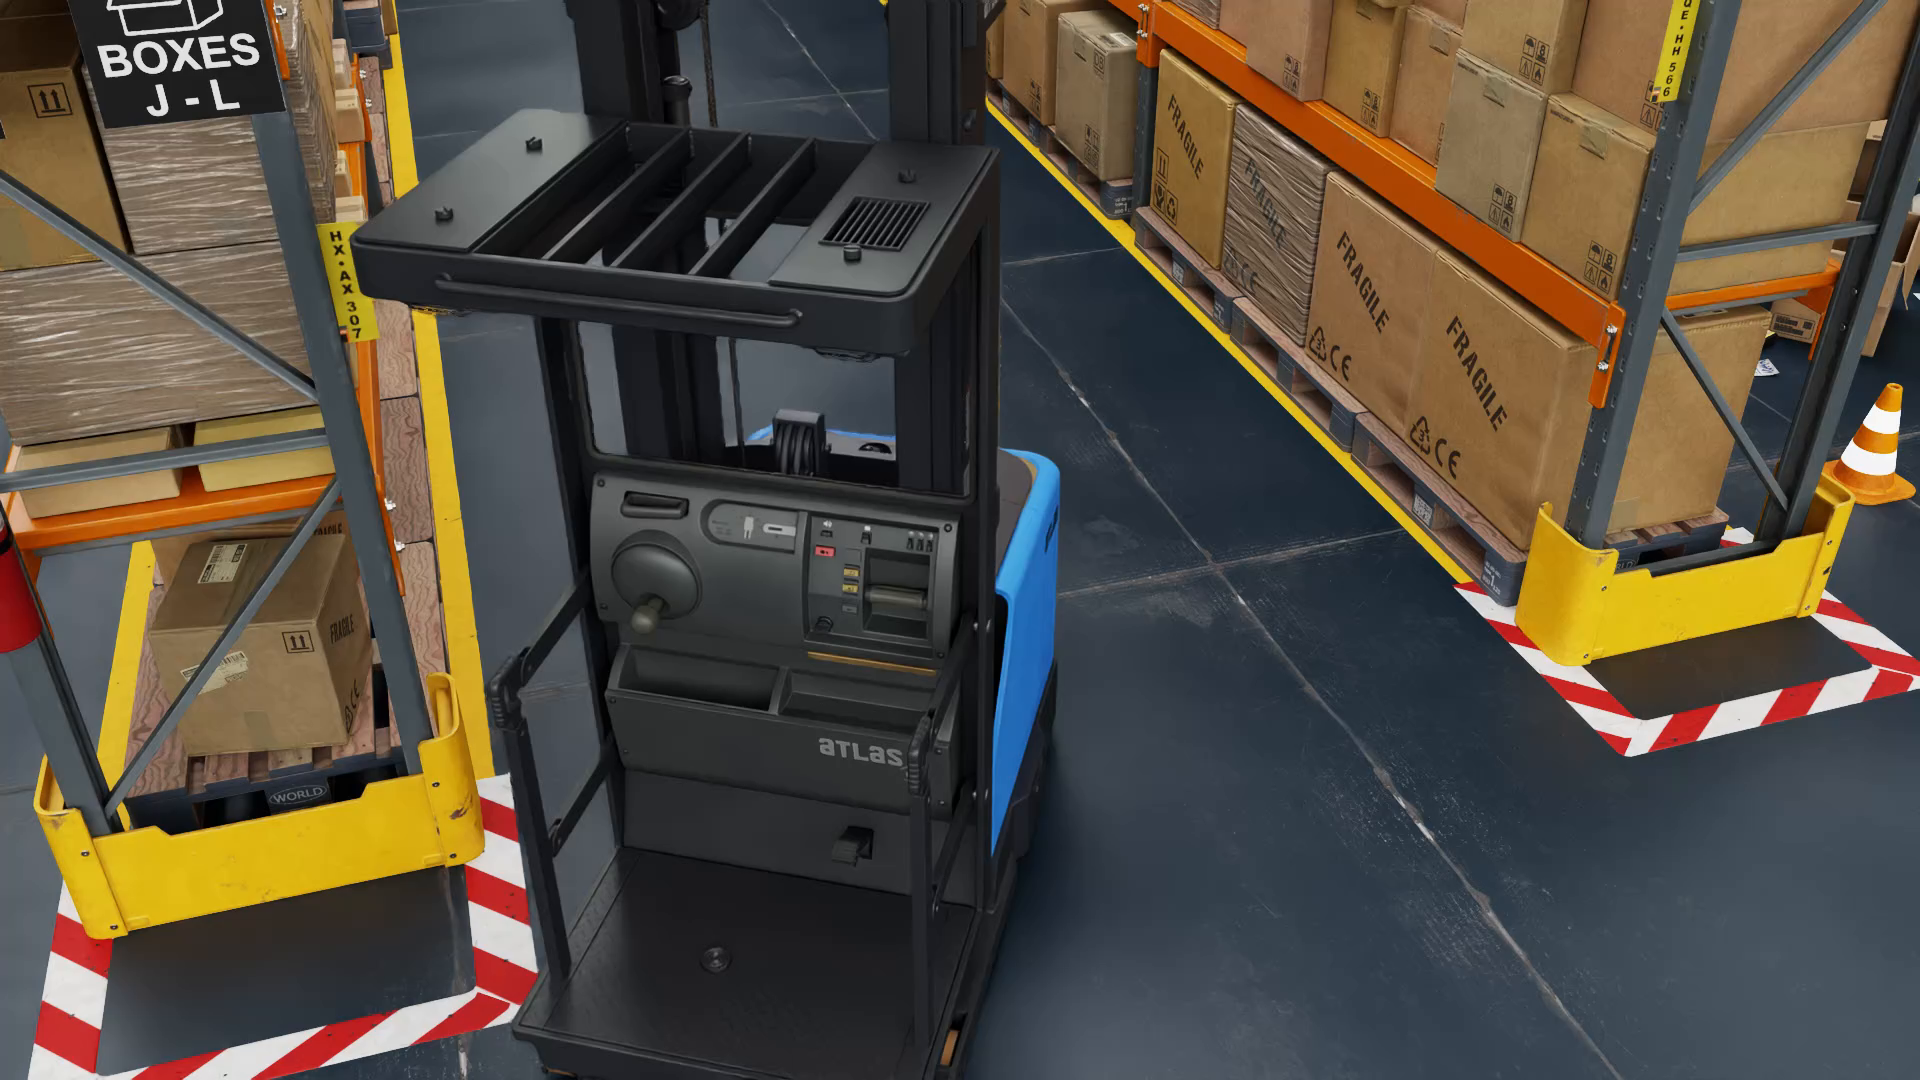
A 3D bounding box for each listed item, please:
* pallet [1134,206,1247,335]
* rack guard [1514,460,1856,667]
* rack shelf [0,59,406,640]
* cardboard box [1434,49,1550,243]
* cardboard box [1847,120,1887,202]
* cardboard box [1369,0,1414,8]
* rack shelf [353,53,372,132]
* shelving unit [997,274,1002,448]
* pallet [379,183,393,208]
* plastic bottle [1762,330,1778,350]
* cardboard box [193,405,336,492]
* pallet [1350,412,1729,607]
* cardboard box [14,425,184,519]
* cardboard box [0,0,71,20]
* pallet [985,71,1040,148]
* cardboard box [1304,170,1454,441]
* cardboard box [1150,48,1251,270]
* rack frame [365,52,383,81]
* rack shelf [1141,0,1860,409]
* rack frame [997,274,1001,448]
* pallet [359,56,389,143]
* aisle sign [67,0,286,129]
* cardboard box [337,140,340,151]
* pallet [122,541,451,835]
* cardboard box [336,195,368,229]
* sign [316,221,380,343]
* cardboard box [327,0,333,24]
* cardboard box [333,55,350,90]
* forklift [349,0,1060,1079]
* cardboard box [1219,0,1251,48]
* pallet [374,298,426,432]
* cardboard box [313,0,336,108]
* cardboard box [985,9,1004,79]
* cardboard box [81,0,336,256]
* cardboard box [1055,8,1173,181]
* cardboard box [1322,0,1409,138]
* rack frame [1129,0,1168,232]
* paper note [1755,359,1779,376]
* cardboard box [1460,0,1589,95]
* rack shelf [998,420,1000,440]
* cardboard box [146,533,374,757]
[{"bbox_3d":[1.615,-1.507,8.839,1.003,0.211,1.213,-10,35,-15],"label":"pallet"},{"bbox_3d":[2.685,0.073,6.186,1.175,0.500,0.348,-10,35,-15],"label":"rack guard"},{"bbox_3d":[-2.687,-0.951,6.121,1.077,0.370,4.000,-10,35,-15],"label":"rack shelf"},{"bbox_3d":[2.333,-1.517,6.189,0.875,0.550,0.550,-10,35,-15],"label":"cardboard box"},{"bbox_3d":[5.172,-2.135,9.525,0.500,0.500,0.500,13,36,18],"label":"cardboard box"},{"bbox_3d":[2.019,-2.543,6.762,0.875,0.550,0.500,-10,35,-15],"label":"cardboard box"},{"bbox_3d":[-3.907,-3.051,9.299,1.077,0.370,4.000,-10,35,-15],"label":"rack shelf"},{"bbox_3d":[0.004,-0.493,6.408,0.258,1.200,0.189,-10,35,-15],"label":"shelving unit"},{"bbox_3d":[-3.536,-1.547,8.899,1.003,0.211,1.213,-10,35,-15],"label":"pallet"},{"bbox_3d":[3.891,-1.032,8.257,0.133,0.061,0.283,-23,40,-31],"label":"plastic bottle"},{"bbox_3d":[-1.937,-0.286,4.690,0.380,0.149,0.250,-10,35,-15],"label":"cardboard box"},{"bbox_3d":[2.359,-0.226,6.900,1.003,0.211,1.213,-10,35,-15],"label":"pallet"},{"bbox_3d":[-2.360,-0.211,4.577,0.380,0.149,0.250,-10,35,-15],"label":"cardboard box"},{"bbox_3d":[-2.638,-1.293,4.718,0.500,0.500,0.500,-10,35,-15],"label":"cardboard box"},{"bbox_3d":[0.775,-2.953,11.028,1.003,0.211,1.213,-10,35,-15],"label":"pallet"},{"bbox_3d":[2.138,-1.078,7.206,0.875,0.875,0.875,-11,35,-15],"label":"cardboard box"},{"bbox_3d":[1.583,-2.029,8.646,0.875,0.875,0.875,-9,35,-14],"label":"cardboard box"},{"bbox_3d":[-4.517,-4.401,10.690,1.000,3.000,0.127,-10,35,-15],"label":"rack frame"},{"bbox_3d":[2.068,-1.732,7.303,1.077,0.370,4.000,-10,35,-15],"label":"rack shelf"},{"bbox_3d":[0.032,-0.445,6.335,0.240,1.200,0.006,-10,35,-15],"label":"rack frame"},{"bbox_3d":[-4.280,-2.828,10.838,1.003,0.211,1.213,-10,35,-15],"label":"pallet"},{"bbox_3d":[-1.772,-1.304,3.644,0.394,0.787,0.004,-10,35,-15],"label":"aisle sign"},{"bbox_3d":[-2.617,-1.469,6.479,0.380,0.149,0.250,-10,35,-15],"label":"cardboard box"},{"bbox_3d":[-2.314,0.490,5.817,1.003,0.211,1.213,-10,35,-15],"label":"pallet"},{"bbox_3d":[-2.302,-1.090,5.907,0.380,0.149,0.250,-10,35,-15],"label":"cardboard box"},{"bbox_3d":[-1.560,-0.654,4.233,0.100,0.325,0.005,-10,35,-15],"label":"sign"},{"bbox_3d":[-2.592,-2.169,6.045,0.500,0.500,0.500,-10,35,-15],"label":"cardboard box"},{"bbox_3d":[-2.884,-2.000,7.284,0.380,0.149,0.250,-10,35,-15],"label":"cardboard box"},{"bbox_3d":[-0.510,0.131,3.894,1.130,2.935,3.031,7,34,11],"label":"forklift"},{"bbox_3d":[1.771,-2.668,7.931,0.875,0.550,0.550,-10,35,-15],"label":"cardboard box"},{"bbox_3d":[-3.058,-0.791,7.756,1.003,0.211,1.213,-10,35,-15],"label":"pallet"},{"bbox_3d":[-2.285,-1.645,5.251,0.500,0.500,0.500,-10,35,-15],"label":"cardboard box"},{"bbox_3d":[0.607,-3.626,11.176,1.050,0.750,0.750,-9,35,-14],"label":"cardboard box"},{"bbox_3d":[-1.985,-1.119,4.455,0.500,0.500,0.500,-10,35,-15],"label":"cardboard box"},{"bbox_3d":[1.183,-2.630,9.669,1.050,0.750,0.750,-10,35,-15],"label":"cardboard box"},{"bbox_3d":[2.081,-2.104,7.077,0.875,0.550,0.500,-10,35,-15],"label":"cardboard box"},{"bbox_3d":[1.458,-3.082,8.694,1.000,3.000,0.127,-10,35,-15],"label":"rack frame"},{"bbox_3d":[3.829,-0.830,7.980,0.144,0.017,0.142,1,33,2],"label":"paper note"},{"bbox_3d":[2.346,-1.970,5.895,0.875,0.550,0.550,-10,35,-15],"label":"cardboard box"},{"bbox_3d":[0.004,-0.456,6.432,0.258,0.103,0.180,-10,35,-15],"label":"rack shelf"},{"bbox_3d":[-2.251,0.336,5.408,0.500,0.500,0.500,-4,34,-6],"label":"cardboard box"}]
